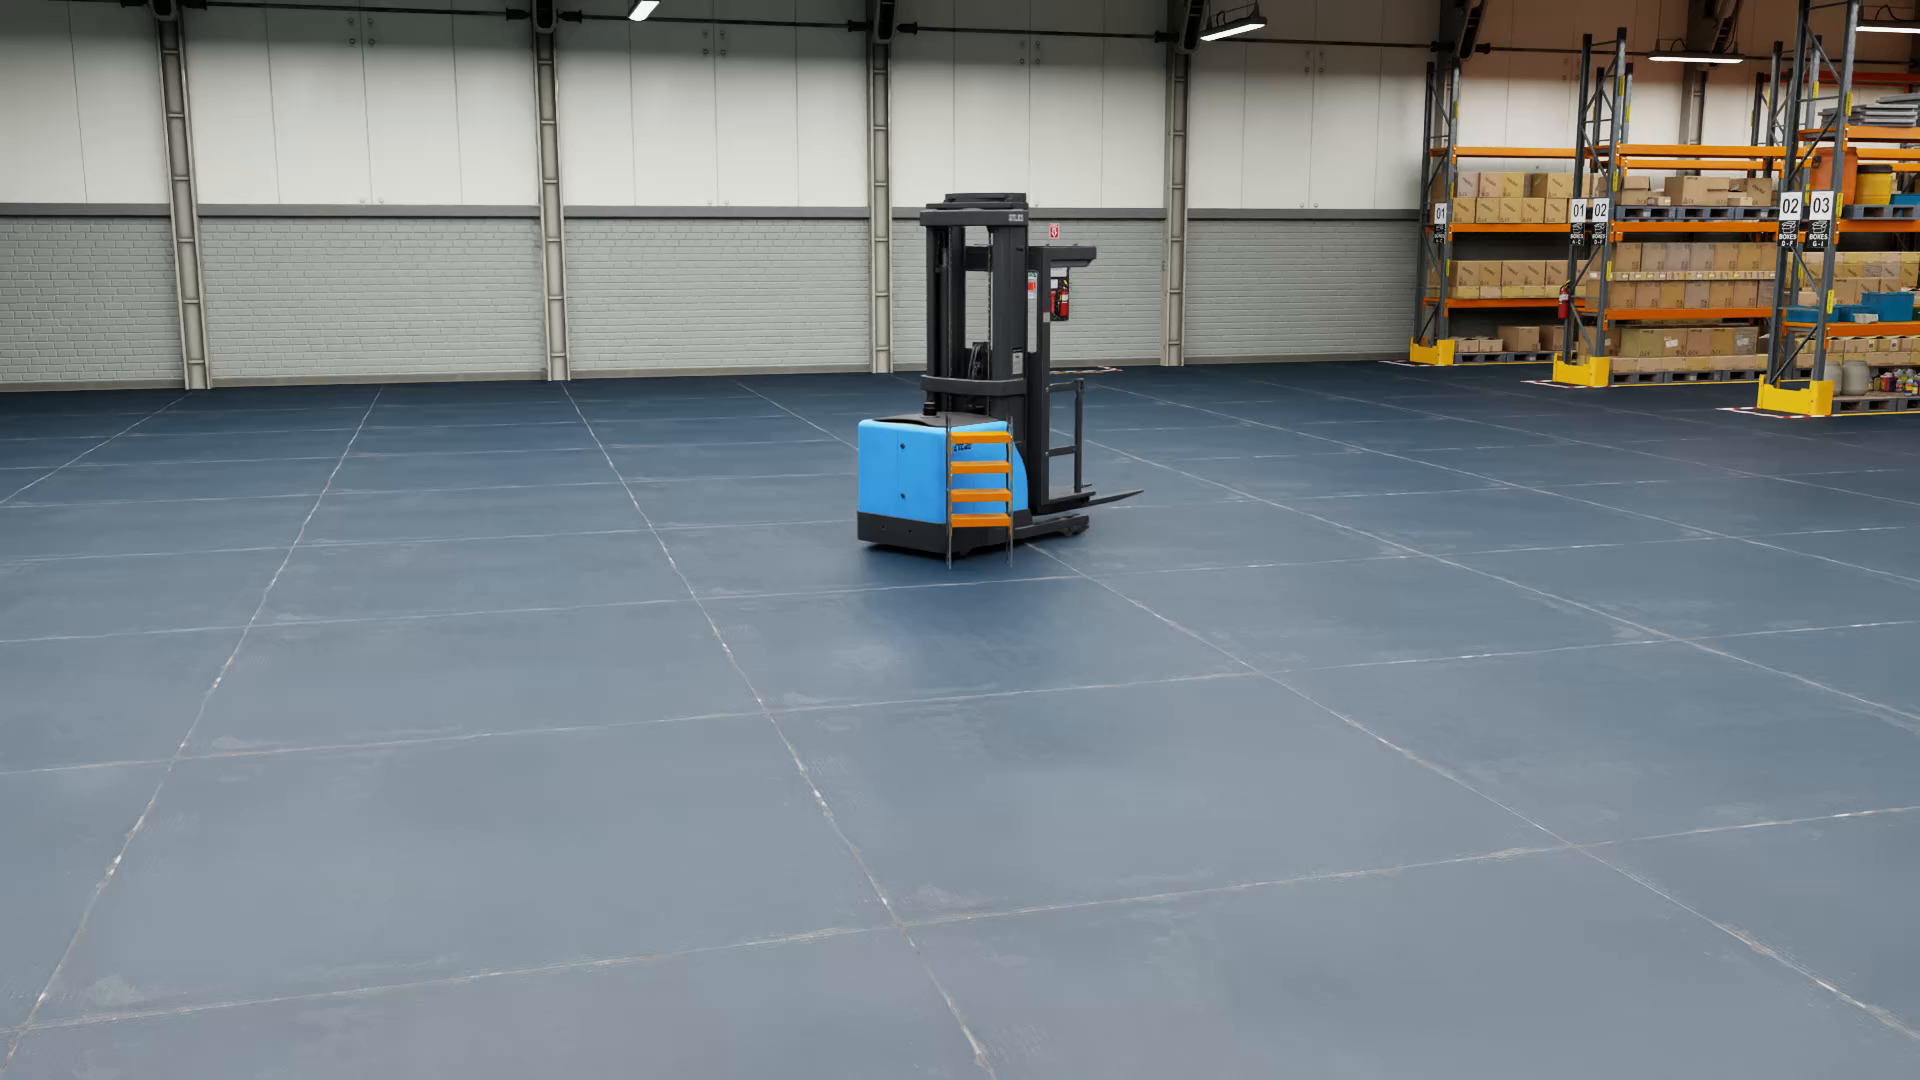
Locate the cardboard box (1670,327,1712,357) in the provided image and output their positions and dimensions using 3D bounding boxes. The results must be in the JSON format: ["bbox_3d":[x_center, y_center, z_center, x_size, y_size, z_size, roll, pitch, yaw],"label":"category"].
[{"bbox_3d":[12.992,-3.531,29.607,0.500,0.500,0.500,-3,11,-16],"label":"cardboard box"}]

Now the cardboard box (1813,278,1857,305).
[{"bbox_3d":[16.062,-4.558,30.548,0.500,0.500,0.500,-2,11,-12],"label":"cardboard box"}]

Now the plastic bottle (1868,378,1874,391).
[{"bbox_3d":[13.995,-2.392,25.571,0.097,0.201,0.097,0,10,0],"label":"plastic bottle"}]

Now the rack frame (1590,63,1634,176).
[{"bbox_3d":[13.426,-8.258,34.350,0.127,3.000,1.000,-3,11,-16],"label":"rack frame"}]

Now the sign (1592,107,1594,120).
[{"bbox_3d":[13.265,-8.891,34.774,0.005,0.325,0.100,-3,11,-16],"label":"sign"}]

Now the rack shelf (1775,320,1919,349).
[{"bbox_3d":[14.275,-3.130,25.054,4.000,0.370,1.077,-3,11,-16],"label":"rack shelf"}]

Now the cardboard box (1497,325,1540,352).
[{"bbox_3d":[11.541,-4.169,34.397,0.500,0.500,0.700,-4,11,-20],"label":"cardboard box"}]

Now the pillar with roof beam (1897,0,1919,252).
[{"bbox_3d":[22.741,-8.100,33.493,0.548,9.000,9.100,-3,11,-16],"label":"pillar with roof beam"}]

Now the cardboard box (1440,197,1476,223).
[{"bbox_3d":[9.976,-6.613,33.367,0.500,0.500,0.500,-3,11,-14],"label":"cardboard box"}]

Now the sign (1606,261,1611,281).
[{"bbox_3d":[11.123,-4.612,28.506,0.005,0.325,0.100,-3,11,-16],"label":"sign"}]

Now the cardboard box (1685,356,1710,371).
[{"bbox_3d":[12.991,-3.163,29.676,0.500,0.250,0.500,-3,11,-16],"label":"cardboard box"}]

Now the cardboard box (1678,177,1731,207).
[{"bbox_3d":[13.198,-6.187,29.552,0.637,0.503,0.797,-2,11,-10],"label":"cardboard box"}]

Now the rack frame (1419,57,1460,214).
[{"bbox_3d":[9.585,-8.056,33.251,0.127,3.000,1.000,-3,11,-16],"label":"rack frame"}]

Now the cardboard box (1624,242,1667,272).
[{"bbox_3d":[11.980,-4.983,29.271,0.500,0.500,0.700,-3,11,-17],"label":"cardboard box"}]

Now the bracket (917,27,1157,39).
[{"bbox_3d":[1.465,-9.494,31.122,4.783,0.066,0.076,-3,11,-16],"label":"bracket"}]

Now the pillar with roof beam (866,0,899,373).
[{"bbox_3d":[-0.303,-6.886,26.896,0.548,9.000,9.100,-3,11,-16],"label":"pillar with roof beam"}]

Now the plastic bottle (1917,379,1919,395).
[{"bbox_3d":[14.405,-2.309,24.894,0.133,0.283,0.061,-3,11,-15],"label":"plastic bottle"}]

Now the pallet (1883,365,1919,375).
[{"bbox_3d":[17.853,-3.243,31.379,1.213,0.211,1.003,-3,11,-16],"label":"pallet"}]

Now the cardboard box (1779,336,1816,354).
[{"bbox_3d":[15.281,-3.554,30.255,0.500,0.311,0.500,-3,11,-16],"label":"cardboard box"}]

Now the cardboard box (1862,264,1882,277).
[{"bbox_3d":[19.763,-5.799,36.410,0.500,0.500,0.500,-3,11,-16],"label":"cardboard box"}]

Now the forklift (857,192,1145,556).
[{"bbox_3d":[0.489,-1.525,14.537,1.130,2.935,3.031,9,14,41],"label":"forklift"}]

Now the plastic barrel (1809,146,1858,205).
[{"bbox_3d":[12.786,-5.323,24.344,0.708,0.830,0.600,-3,11,-16],"label":"plastic barrel"}]

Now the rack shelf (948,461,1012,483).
[{"bbox_3d":[0.150,-0.543,13.117,0.480,0.148,0.258,-1,11,-7],"label":"rack shelf"}]

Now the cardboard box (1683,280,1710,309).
[{"bbox_3d":[12.911,-4.394,29.652,0.500,0.500,0.700,-3,11,-14],"label":"cardboard box"}]

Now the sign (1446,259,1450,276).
[{"bbox_3d":[9.737,-5.437,33.203,0.005,0.325,0.100,-3,11,-16],"label":"sign"}]

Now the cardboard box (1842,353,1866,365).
[{"bbox_3d":[16.258,-3.331,30.589,0.500,0.250,0.500,-3,11,-18],"label":"cardboard box"}]

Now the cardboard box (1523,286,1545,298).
[{"bbox_3d":[11.614,-5.089,34.067,0.500,0.250,0.500,-3,11,-15],"label":"cardboard box"}]

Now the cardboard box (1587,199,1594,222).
[{"bbox_3d":[13.008,-6.773,34.238,0.500,0.500,0.500,-3,11,-14],"label":"cardboard box"}]

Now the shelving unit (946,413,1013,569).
[{"bbox_3d":[0.150,-0.389,13.145,0.503,1.200,0.258,-1,11,-7],"label":"shelving unit"}]

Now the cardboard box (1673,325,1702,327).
[{"bbox_3d":[13.321,-3.650,30.253,0.500,0.500,0.500,-3,11,-16],"label":"cardboard box"}]

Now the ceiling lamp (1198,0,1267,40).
[{"bbox_3d":[4.224,-9.871,26.992,0.800,3.185,2.000,-3,11,-16],"label":"ceiling lamp"}]

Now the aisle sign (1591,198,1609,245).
[{"bbox_3d":[10.996,-5.466,28.574,0.004,0.787,0.394,-3,11,-16],"label":"aisle sign"}]

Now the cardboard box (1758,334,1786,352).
[{"bbox_3d":[15.123,-3.647,30.759,0.500,0.311,0.500,-3,11,-16],"label":"cardboard box"}]

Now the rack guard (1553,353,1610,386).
[{"bbox_3d":[10.950,-3.014,29.337,0.348,0.500,1.175,-3,11,-16],"label":"rack guard"}]

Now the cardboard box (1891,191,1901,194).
[{"bbox_3d":[20.231,-7.428,36.634,0.500,0.500,0.700,-4,11,-19],"label":"cardboard box"}]

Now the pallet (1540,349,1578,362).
[{"bbox_3d":[12.791,-3.896,34.928,1.213,0.211,1.003,-3,11,-16],"label":"pallet"}]

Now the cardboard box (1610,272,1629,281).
[{"bbox_3d":[11.410,-4.595,28.954,0.250,0.149,0.380,-3,11,-16],"label":"cardboard box"}]

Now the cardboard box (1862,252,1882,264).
[{"bbox_3d":[19.747,-6.168,36.345,0.500,0.250,0.500,-3,11,-15],"label":"cardboard box"}]

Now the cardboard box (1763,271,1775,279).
[{"bbox_3d":[14.375,-4.752,29.806,0.250,0.149,0.380,-3,11,-17],"label":"cardboard box"}]

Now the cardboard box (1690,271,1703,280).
[{"bbox_3d":[12.887,-4.672,29.376,0.250,0.149,0.380,-3,11,-15],"label":"cardboard box"}]

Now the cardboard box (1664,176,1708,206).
[{"bbox_3d":[12.644,-6.080,28.984,0.500,0.500,0.500,-3,11,-16],"label":"cardboard box"}]

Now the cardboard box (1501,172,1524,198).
[{"bbox_3d":[11.008,-7.153,33.539,0.500,0.500,0.500,-3,11,-14],"label":"cardboard box"}]

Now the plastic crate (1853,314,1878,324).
[{"bbox_3d":[13.304,-3.243,24.405,0.250,0.136,0.298,-3,11,-16],"label":"plastic crate"}]

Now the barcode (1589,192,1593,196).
[{"bbox_3d":[11.128,-6.104,29.331,0.075,0.075,0.001,-3,11,-16],"label":"barcode"}]

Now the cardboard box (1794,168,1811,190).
[{"bbox_3d":[15.417,-6.448,29.985,0.500,0.500,0.500,-3,11,-15],"label":"cardboard box"}]

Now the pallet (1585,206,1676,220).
[{"bbox_3d":[11.660,-5.707,29.023,1.213,0.211,1.003,-3,11,-16],"label":"pallet"}]

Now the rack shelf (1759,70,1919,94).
[{"bbox_3d":[19.187,-9.842,35.764,4.000,0.370,1.077,-3,11,-16],"label":"rack shelf"}]

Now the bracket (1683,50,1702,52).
[{"bbox_3d":[15.477,-10.233,35.134,0.430,0.232,0.235,-3,11,-16],"label":"bracket"}]

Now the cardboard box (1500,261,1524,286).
[{"bbox_3d":[11.103,-5.430,33.848,0.500,0.500,0.500,-3,11,-18],"label":"cardboard box"}]

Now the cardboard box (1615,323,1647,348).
[{"bbox_3d":[14.128,-4.335,35.298,0.500,0.500,0.700,-3,11,-14],"label":"cardboard box"}]

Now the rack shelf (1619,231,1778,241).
[{"bbox_3d":[15.346,-6.530,35.237,4.000,0.370,1.077,-3,11,-16],"label":"rack shelf"}]

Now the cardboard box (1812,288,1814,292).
[{"bbox_3d":[18.377,-5.417,36.125,0.250,0.149,0.380,-3,11,-17],"label":"cardboard box"}]

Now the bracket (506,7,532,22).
[{"bbox_3d":[-7.566,-9.018,28.537,0.430,0.232,0.235,-3,11,-16],"label":"bracket"}]

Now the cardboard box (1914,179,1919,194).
[{"bbox_3d":[21.713,-7.814,37.132,0.500,0.500,0.500,-3,11,-16],"label":"cardboard box"}]
